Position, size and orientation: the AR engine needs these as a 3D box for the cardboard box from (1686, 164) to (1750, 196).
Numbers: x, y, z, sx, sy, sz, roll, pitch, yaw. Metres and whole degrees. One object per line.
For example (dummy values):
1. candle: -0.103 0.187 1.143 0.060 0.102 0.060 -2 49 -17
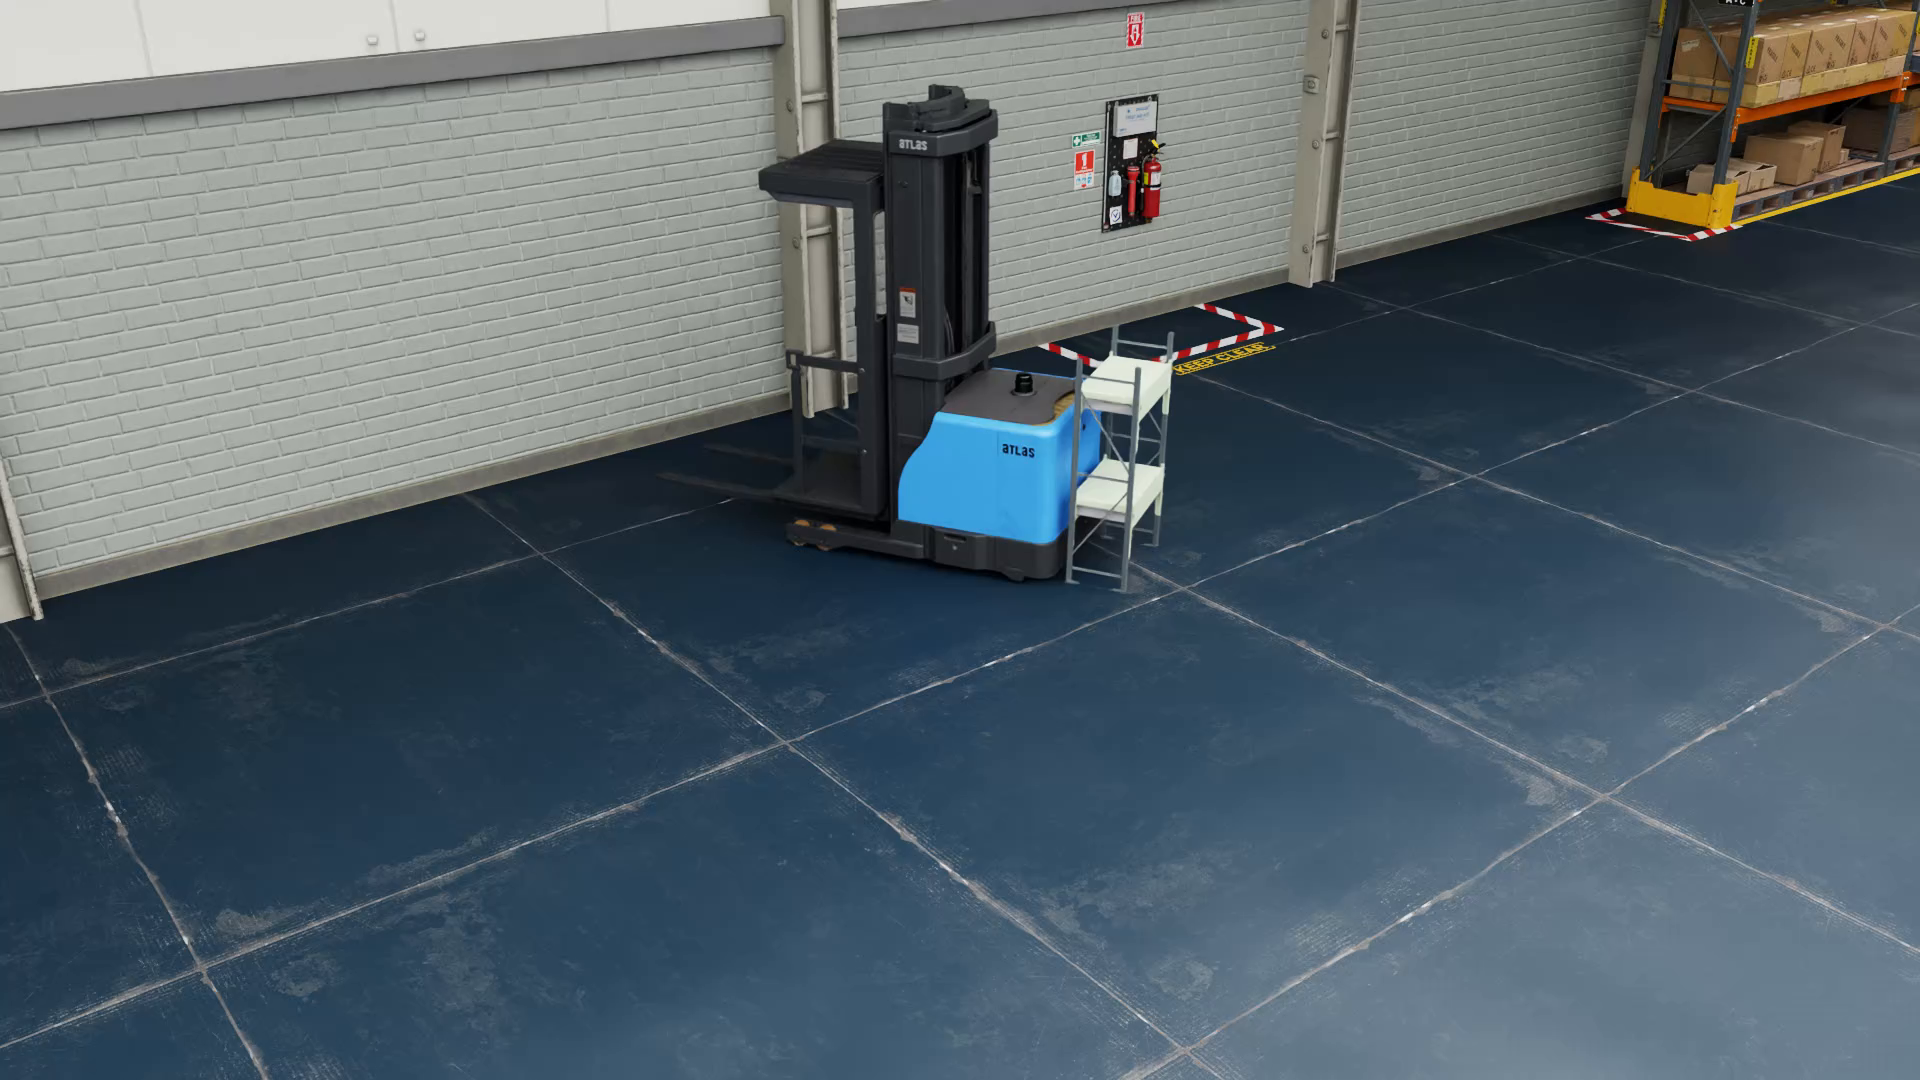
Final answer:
1. cardboard box: 8.871 -4.218 19.448 0.500 0.311 0.500 -23 33 -40

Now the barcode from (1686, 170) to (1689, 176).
1. barcode: 8.638 -4.360 19.741 0.075 0.075 0.001 -18 31 -34

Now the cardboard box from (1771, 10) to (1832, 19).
1. cardboard box: 10.115 -6.095 20.084 0.500 0.500 0.500 -17 30 -33

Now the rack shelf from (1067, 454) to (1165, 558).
1. rack shelf: 1.010 -0.228 10.725 0.431 0.370 0.720 11 27 19

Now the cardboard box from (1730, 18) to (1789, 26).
1. cardboard box: 9.317 -5.826 19.503 0.500 0.500 0.500 -19 31 -35

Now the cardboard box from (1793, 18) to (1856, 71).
1. cardboard box: 10.036 -5.789 19.425 0.500 0.500 0.500 -17 30 -32

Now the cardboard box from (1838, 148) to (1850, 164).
1. cardboard box: 11.016 -4.893 21.073 0.380 0.166 0.250 22 33 39

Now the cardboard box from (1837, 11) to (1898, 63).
1. cardboard box: 10.848 -6.052 19.991 0.500 0.500 0.500 -18 31 -34

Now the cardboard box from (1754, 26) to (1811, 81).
1. cardboard box: 9.227 -5.519 18.843 0.500 0.500 0.500 -18 30 -34

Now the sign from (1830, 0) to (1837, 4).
1. sign: 11.073 -6.836 21.040 0.005 0.325 0.100 -18 31 -34

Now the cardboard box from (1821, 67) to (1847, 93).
1. cardboard box: 10.054 -5.452 19.588 0.500 0.250 0.500 -18 30 -34

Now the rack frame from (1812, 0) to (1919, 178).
1. rack frame: 11.418 -6.128 20.890 0.127 3.000 1.000 -18 31 -34

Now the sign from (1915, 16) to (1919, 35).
1. sign: 11.759 -6.343 20.325 0.005 0.325 0.100 -18 31 -34

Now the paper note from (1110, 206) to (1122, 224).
1. paper note: 1.416 -2.946 15.082 0.142 0.148 0.016 -18 31 -34

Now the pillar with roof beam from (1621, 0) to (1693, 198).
1. pillar with roof beam: 10.944 -6.852 15.325 0.400 9.000 9.100 -18 31 -34

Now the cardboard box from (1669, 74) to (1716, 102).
1. cardboard box: 8.519 -5.215 19.078 0.500 0.250 0.500 -18 30 -33

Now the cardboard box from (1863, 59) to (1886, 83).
1. cardboard box: 10.835 -5.718 20.163 0.500 0.250 0.500 -18 30 -34

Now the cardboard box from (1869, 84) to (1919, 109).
1. cardboard box: 12.332 -5.846 21.838 0.500 0.250 0.500 -19 31 -35

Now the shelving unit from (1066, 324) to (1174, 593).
1. shelving unit: 1.016 -0.523 10.585 0.431 1.500 0.755 11 27 19

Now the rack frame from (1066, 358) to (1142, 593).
1. rack frame: 0.880 -0.380 10.277 0.400 1.500 0.023 11 27 19

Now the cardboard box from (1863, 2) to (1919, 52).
1. cardboard box: 11.840 -6.493 21.037 0.500 0.500 0.700 -18 30 -34

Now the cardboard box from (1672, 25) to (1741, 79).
1. cardboard box: 8.510 -5.563 18.936 0.500 0.500 0.500 -19 31 -35

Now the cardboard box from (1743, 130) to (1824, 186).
1. cardboard box: 9.927 -4.626 20.102 0.500 0.500 0.700 -21 32 -37

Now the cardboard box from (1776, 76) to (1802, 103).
1. cardboard box: 9.250 -5.191 19.026 0.500 0.250 0.500 -19 31 -36

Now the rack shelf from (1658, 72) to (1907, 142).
1. rack shelf: 9.845 -5.282 19.922 4.000 0.370 1.077 -18 31 -34

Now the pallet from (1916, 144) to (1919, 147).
1. pallet: 12.991 -5.384 22.600 1.213 0.211 1.003 -18 31 -34

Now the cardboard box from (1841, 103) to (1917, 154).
1. cardboard box: 11.987 -5.390 21.747 0.500 0.500 0.700 -17 30 -32

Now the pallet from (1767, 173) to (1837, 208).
1. pallet: 9.951 -4.358 20.389 1.213 0.211 1.003 -18 31 -34

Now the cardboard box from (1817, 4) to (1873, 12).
1. cardboard box: 10.920 -6.356 20.645 0.500 0.500 0.500 -19 31 -35

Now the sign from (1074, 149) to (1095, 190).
1. sign: 1.099 -3.276 14.703 0.234 0.329 0.001 -18 31 -34

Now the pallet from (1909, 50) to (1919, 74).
1. pallet: 12.110 -6.191 21.254 1.213 0.211 1.003 -18 31 -34

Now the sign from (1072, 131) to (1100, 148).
1. sign: 1.108 -3.514 14.587 0.331 0.109 0.001 -18 31 -34

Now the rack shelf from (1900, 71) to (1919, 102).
1. rack shelf: 12.992 -6.321 22.161 4.000 0.370 1.077 -18 31 -34

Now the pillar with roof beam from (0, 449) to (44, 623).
1. pillar with roof beam: -3.220 -2.176 5.250 0.400 9.000 9.100 -18 31 -34

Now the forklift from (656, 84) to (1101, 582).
1. forklift: -0.618 -1.456 10.905 3.031 2.935 1.130 10 27 21
